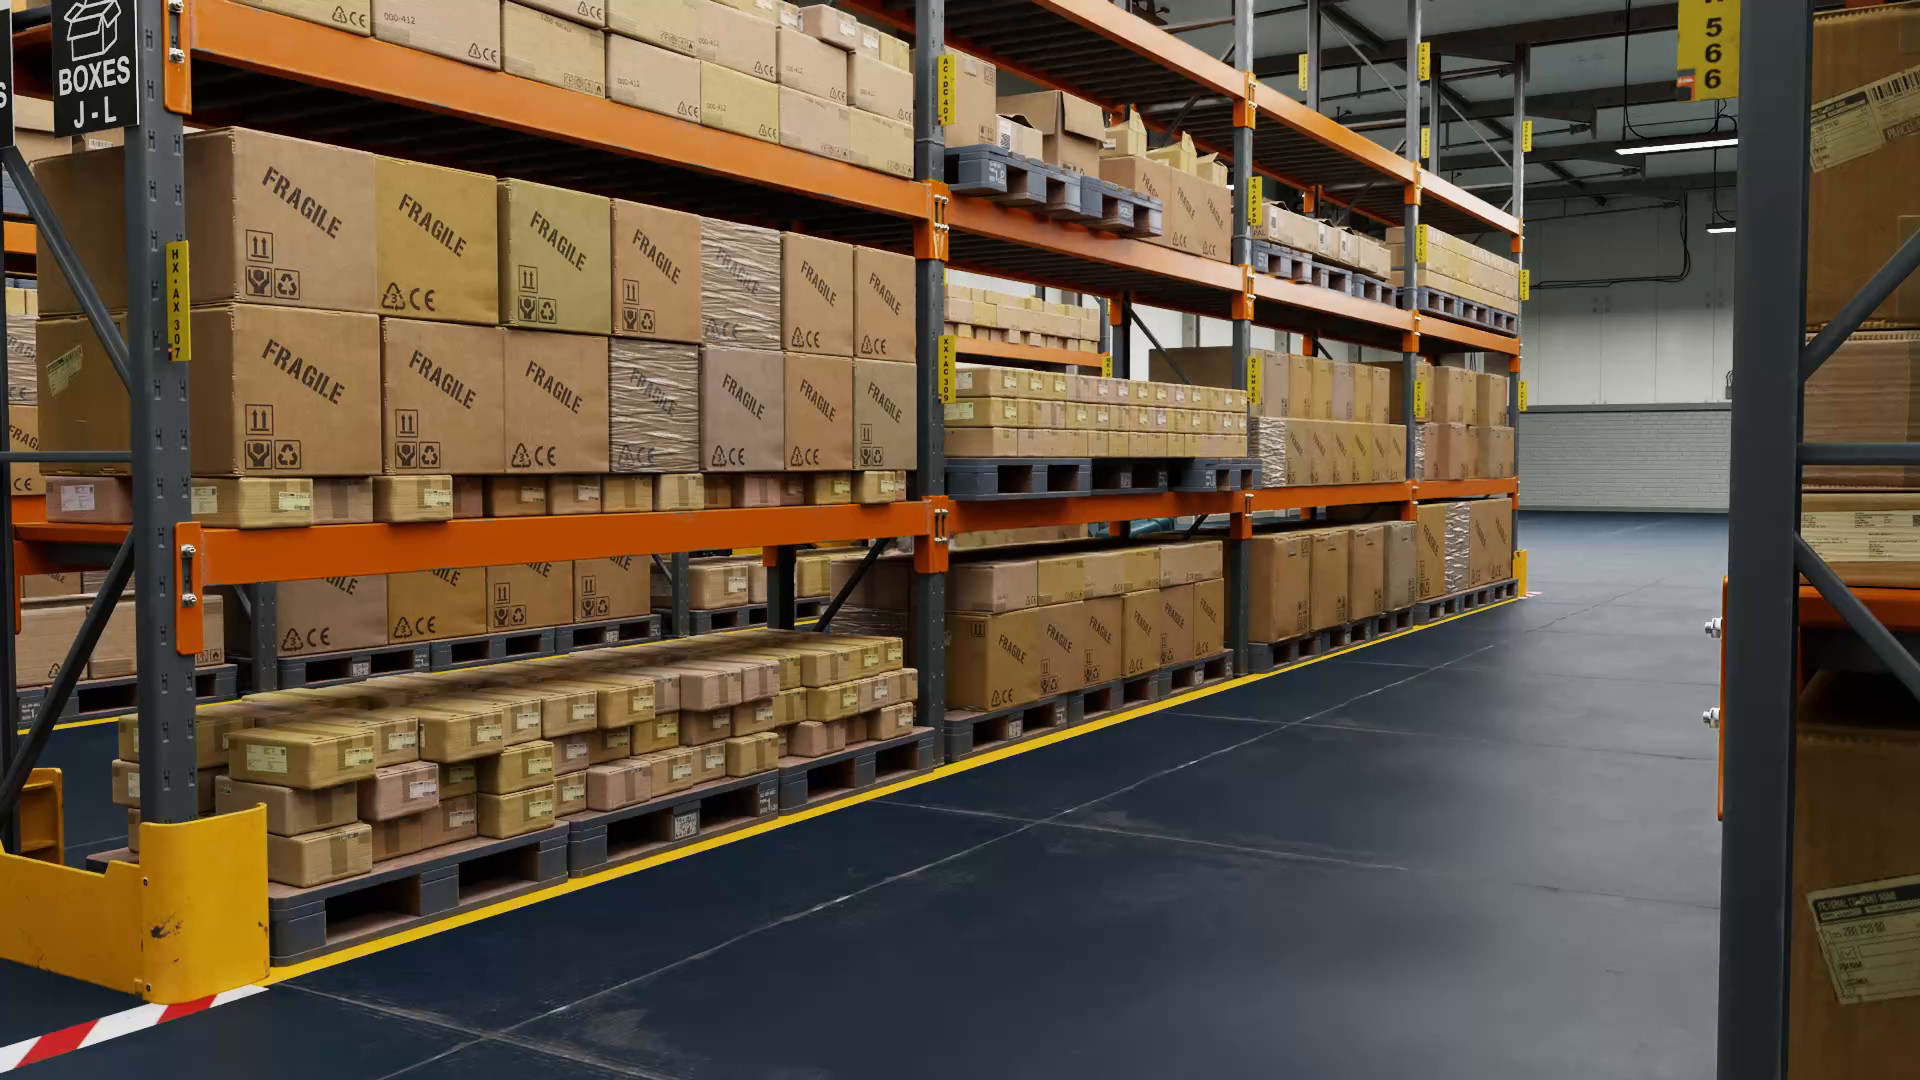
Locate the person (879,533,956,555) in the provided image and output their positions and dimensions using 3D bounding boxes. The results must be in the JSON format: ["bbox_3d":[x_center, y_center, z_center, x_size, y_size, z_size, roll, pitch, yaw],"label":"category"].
[{"bbox_3d":[-0.302,-0.003,12.624,0.529,1.747,1.036,2,4,41],"label":"person"}]
